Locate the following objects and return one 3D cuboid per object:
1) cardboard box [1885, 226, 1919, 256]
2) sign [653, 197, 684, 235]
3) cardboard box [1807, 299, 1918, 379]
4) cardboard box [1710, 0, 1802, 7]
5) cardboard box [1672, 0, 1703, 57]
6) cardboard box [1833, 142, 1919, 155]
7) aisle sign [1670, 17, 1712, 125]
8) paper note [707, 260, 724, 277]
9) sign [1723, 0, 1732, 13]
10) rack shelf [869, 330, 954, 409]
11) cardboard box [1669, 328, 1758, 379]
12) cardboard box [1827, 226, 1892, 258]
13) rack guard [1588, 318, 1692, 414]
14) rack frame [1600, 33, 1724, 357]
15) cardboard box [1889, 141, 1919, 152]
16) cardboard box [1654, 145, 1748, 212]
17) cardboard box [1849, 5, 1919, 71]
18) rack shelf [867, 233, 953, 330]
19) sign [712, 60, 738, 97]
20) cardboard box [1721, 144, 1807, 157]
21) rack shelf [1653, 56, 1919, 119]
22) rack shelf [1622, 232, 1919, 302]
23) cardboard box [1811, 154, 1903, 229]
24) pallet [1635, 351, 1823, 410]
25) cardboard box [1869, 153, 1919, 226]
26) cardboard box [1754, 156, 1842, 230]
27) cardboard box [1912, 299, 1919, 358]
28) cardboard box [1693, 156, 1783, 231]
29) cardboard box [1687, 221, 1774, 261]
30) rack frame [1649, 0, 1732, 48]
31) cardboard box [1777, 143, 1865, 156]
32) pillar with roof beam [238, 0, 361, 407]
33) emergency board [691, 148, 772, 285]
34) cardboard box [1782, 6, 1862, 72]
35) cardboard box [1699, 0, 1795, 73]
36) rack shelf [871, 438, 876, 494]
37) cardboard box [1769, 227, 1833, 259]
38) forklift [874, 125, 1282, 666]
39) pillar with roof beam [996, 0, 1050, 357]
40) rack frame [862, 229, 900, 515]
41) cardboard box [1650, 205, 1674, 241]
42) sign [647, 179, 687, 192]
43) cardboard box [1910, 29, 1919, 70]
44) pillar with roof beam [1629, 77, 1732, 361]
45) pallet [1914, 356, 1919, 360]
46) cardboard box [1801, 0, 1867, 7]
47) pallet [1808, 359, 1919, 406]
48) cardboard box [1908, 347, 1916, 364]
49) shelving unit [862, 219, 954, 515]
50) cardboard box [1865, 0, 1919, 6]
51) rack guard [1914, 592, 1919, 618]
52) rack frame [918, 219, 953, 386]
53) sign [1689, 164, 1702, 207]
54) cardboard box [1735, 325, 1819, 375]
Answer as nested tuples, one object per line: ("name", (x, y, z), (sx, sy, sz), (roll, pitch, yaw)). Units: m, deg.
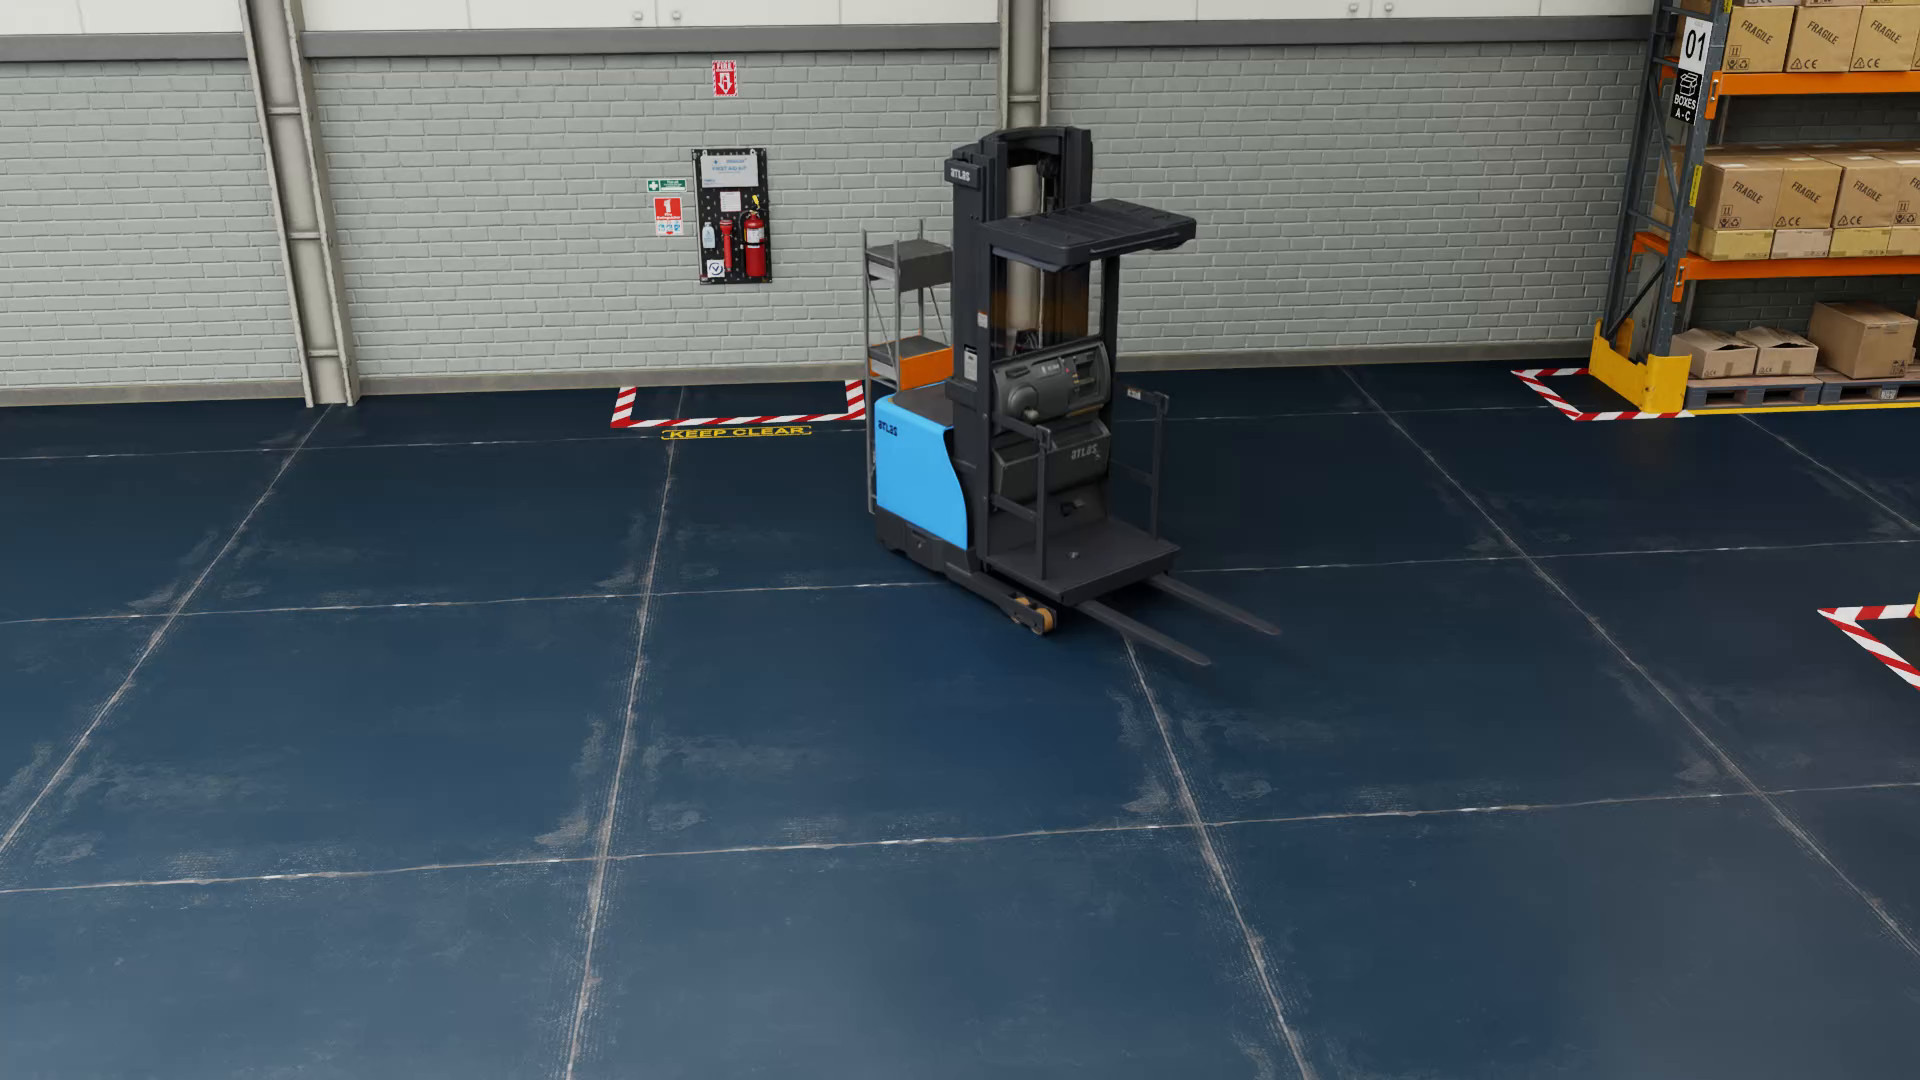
("cardboard box", (7.926, -2.581, 14.024), (0.500, 0.250, 0.500), (-2, 24, -5))
("sign", (-2.500, -2.776, 14.259), (0.234, 0.329, 0.001), (-2, 24, -5))
("cardboard box", (7.883, -1.767, 14.569), (0.500, 0.500, 0.700), (-4, 24, -8))
("cardboard box", (6.290, -4.485, 13.076), (0.500, 0.500, 0.500), (-4, 24, -9))
("cardboard box", (6.274, -4.230, 13.733), (0.500, 0.500, 0.500), (-1, 24, -1))
("cardboard box", (7.849, -3.132, 14.341), (0.500, 0.500, 0.500), (-2, 24, -4))
("aisle sign", (5.841, -3.749, 13.292), (0.004, 0.787, 0.394), (-2, 24, -5))
("paper note", (-2.122, -2.359, 14.448), (0.142, 0.148, 0.016), (-2, 24, -5))
("sign", (5.937, -4.236, 12.819), (0.005, 0.325, 0.100), (-2, 24, -5))
("rack shelf", (-0.350, -1.152, 11.791), (0.480, 0.518, 0.431), (-18, 30, -35))
("cardboard box", (6.581, -1.649, 14.536), (0.500, 0.311, 0.500), (-5, 24, -11))
("cardboard box", (7.423, -2.562, 13.980), (0.500, 0.250, 0.500), (-3, 24, -6))
("rack guard", (5.959, -1.546, 14.613), (0.348, 0.500, 1.175), (-2, 24, -5))
("rack frame", (5.883, -2.686, 14.099), (0.127, 3.000, 1.000), (-2, 24, -5))
("cardboard box", (8.364, -3.157, 14.397), (0.500, 0.500, 0.500), (-2, 24, -4))
("cardboard box", (6.331, -3.074, 14.209), (0.500, 0.500, 0.500), (-3, 24, -6))
("cardboard box", (7.295, -4.053, 13.334), (0.500, 0.500, 0.500), (-1, 24, -3))
("rack shelf", (-0.350, -1.792, 11.507), (0.480, 0.518, 0.431), (-18, 30, -35))
("sign", (-1.957, -3.840, 13.841), (0.199, 0.298, 0.001), (-2, 24, -5))
("cardboard box", (6.833, -3.090, 14.245), (0.500, 0.500, 0.500), (-2, 24, -4))
("rack shelf", (7.874, -3.807, 13.815), (4.000, 0.370, 1.077), (-2, 24, -5))
("rack shelf", (7.874, -2.437, 14.425), (4.000, 0.370, 1.077), (-2, 24, -5))
("cardboard box", (7.395, -2.900, 13.819), (0.500, 0.500, 0.500), (-3, 24, -7))
("pallet", (6.771, -1.432, 14.713), (1.213, 0.211, 1.003), (-2, 24, -5))
("cardboard box", (7.908, -2.926, 13.876), (0.500, 0.500, 0.500), (-2, 24, -3))
("cardboard box", (6.881, -2.882, 13.778), (0.500, 0.500, 0.500), (-2, 24, -5))
("cardboard box", (8.835, -1.846, 14.747), (0.500, 0.500, 0.500), (-4, 24, -9))
("cardboard box", (6.388, -2.866, 13.743), (0.500, 0.500, 0.500), (-2, 24, -5))
("cardboard box", (6.400, -2.517, 13.880), (0.500, 0.250, 0.500), (-3, 24, -7))
("rack frame", (5.883, -5.427, 12.880), (0.127, 3.000, 1.000), (-2, 24, -5))
("cardboard box", (7.347, -3.112, 14.295), (0.500, 0.500, 0.500), (-3, 24, -7))
("pillar with roof beam", (-5.024, -3.585, 8.737), (0.400, 9.000, 9.100), (-2, 24, -5))
("emergency board", (-1.939, -2.740, 14.222), (0.643, 1.169, 0.194), (-2, 24, -5))
("cardboard box", (6.779, -4.030, 13.284), (0.500, 0.500, 0.500), (-1, 24, -2))
("cardboard box", (6.241, -4.023, 13.268), (0.500, 0.500, 0.500), (-2, 24, -4))
("rack shelf", (-0.350, -0.513, 12.075), (0.480, 0.518, 0.431), (-18, 30, -35))
("cardboard box", (6.915, -2.544, 13.940), (0.500, 0.250, 0.500), (-3, 24, -7))
("forklift", (0.719, -0.976, 10.338), (1.130, 2.935, 3.031), (-18, 30, -35))
("pillar with roof beam", (0.947, -3.825, 9.276), (0.400, 9.000, 9.100), (-2, 24, -5))
("rack frame", (-0.541, -1.103, 11.646), (0.015, 2.100, 0.400), (-18, 30, -35))
("cardboard box", (6.329, -2.723, 14.344), (0.500, 0.250, 0.500), (-2, 24, -4))
("sign", (-2.494, -3.015, 14.144), (0.331, 0.109, 0.001), (-2, 24, -5))
("cardboard box", (7.826, -4.083, 13.402), (0.500, 0.500, 0.500), (-1, 24, -2))
("pillar with roof beam", (6.918, -4.064, 9.815), (0.400, 9.000, 9.100), (-2, 24, -5))
("pallet", (9.199, -1.530, 14.932), (1.213, 0.211, 1.003), (-2, 24, -5))
("cardboard box", (6.795, -4.485, 13.075), (0.500, 0.500, 0.500), (-3, 24, -6))
("pallet", (7.982, -1.480, 14.820), (1.213, 0.211, 1.003), (-2, 24, -5))
("cardboard box", (8.270, -1.688, 14.822), (0.250, 0.149, 0.380), (-4, 24, -9))
("shelving unit", (-0.350, -1.165, 11.786), (0.503, 2.100, 0.431), (-18, 30, -35))
("cardboard box", (7.304, -4.510, 13.131), (0.500, 0.500, 0.500), (-2, 24, -4))
("rack guard", (6.350, 0.460, 10.100), (0.348, 0.500, 1.175), (-2, 24, -5))
("rack frame", (-0.160, -1.227, 11.926), (0.015, 2.100, 0.400), (-18, 30, -35))
("sign", (5.937, -2.862, 13.430), (0.005, 0.325, 0.100), (-2, 24, -5))
("cardboard box", (7.148, -1.672, 14.587), (0.500, 0.311, 0.500), (0, 24, -1))
